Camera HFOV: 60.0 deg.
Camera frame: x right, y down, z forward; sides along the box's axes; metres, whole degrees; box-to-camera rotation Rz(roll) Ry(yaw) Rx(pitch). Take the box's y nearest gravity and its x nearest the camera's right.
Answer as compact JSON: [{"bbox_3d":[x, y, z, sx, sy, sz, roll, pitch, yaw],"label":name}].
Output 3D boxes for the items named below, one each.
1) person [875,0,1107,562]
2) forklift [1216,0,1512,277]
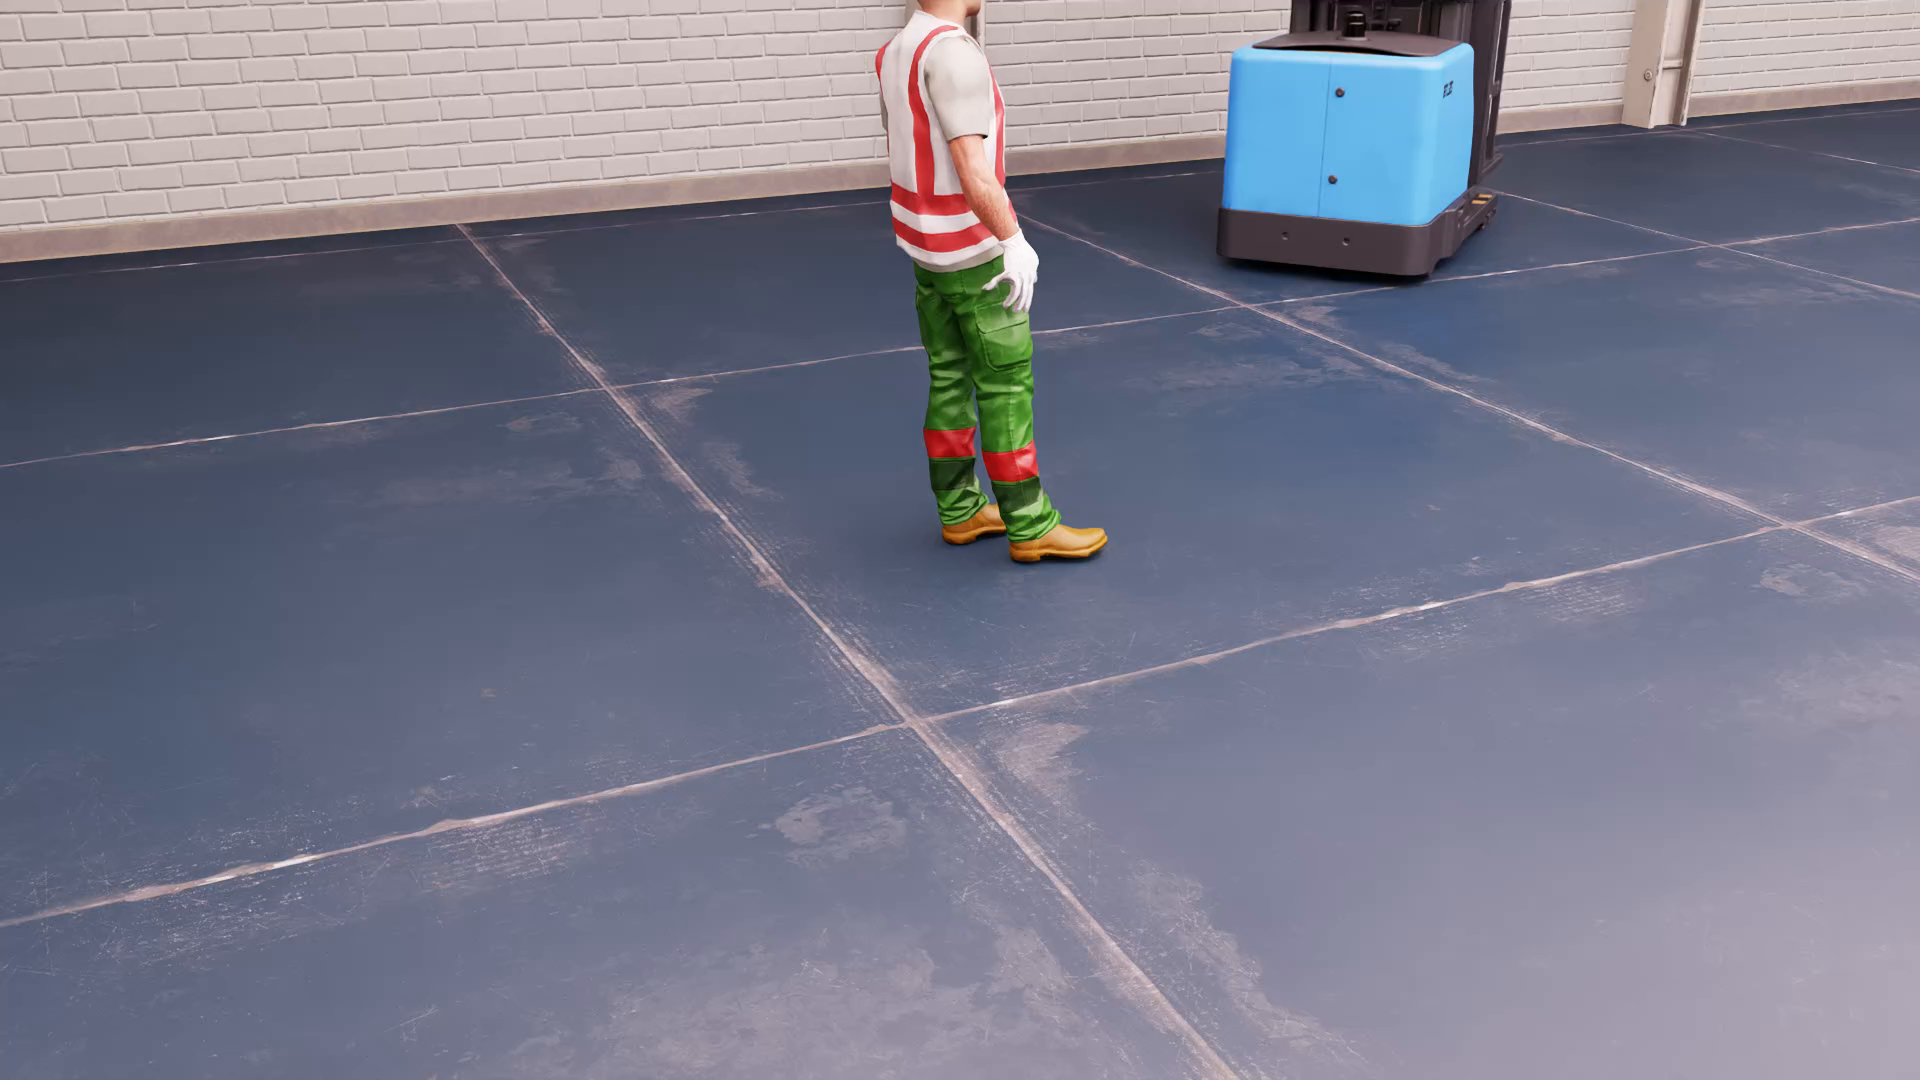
[{"bbox_3d":[0.078,-0.842,4.782,0.562,1.790,0.637,-10,25,-23],"label":"person"},{"bbox_3d":[2.401,-3.148,8.865,1.130,2.935,3.031,11,25,24],"label":"forklift"}]
